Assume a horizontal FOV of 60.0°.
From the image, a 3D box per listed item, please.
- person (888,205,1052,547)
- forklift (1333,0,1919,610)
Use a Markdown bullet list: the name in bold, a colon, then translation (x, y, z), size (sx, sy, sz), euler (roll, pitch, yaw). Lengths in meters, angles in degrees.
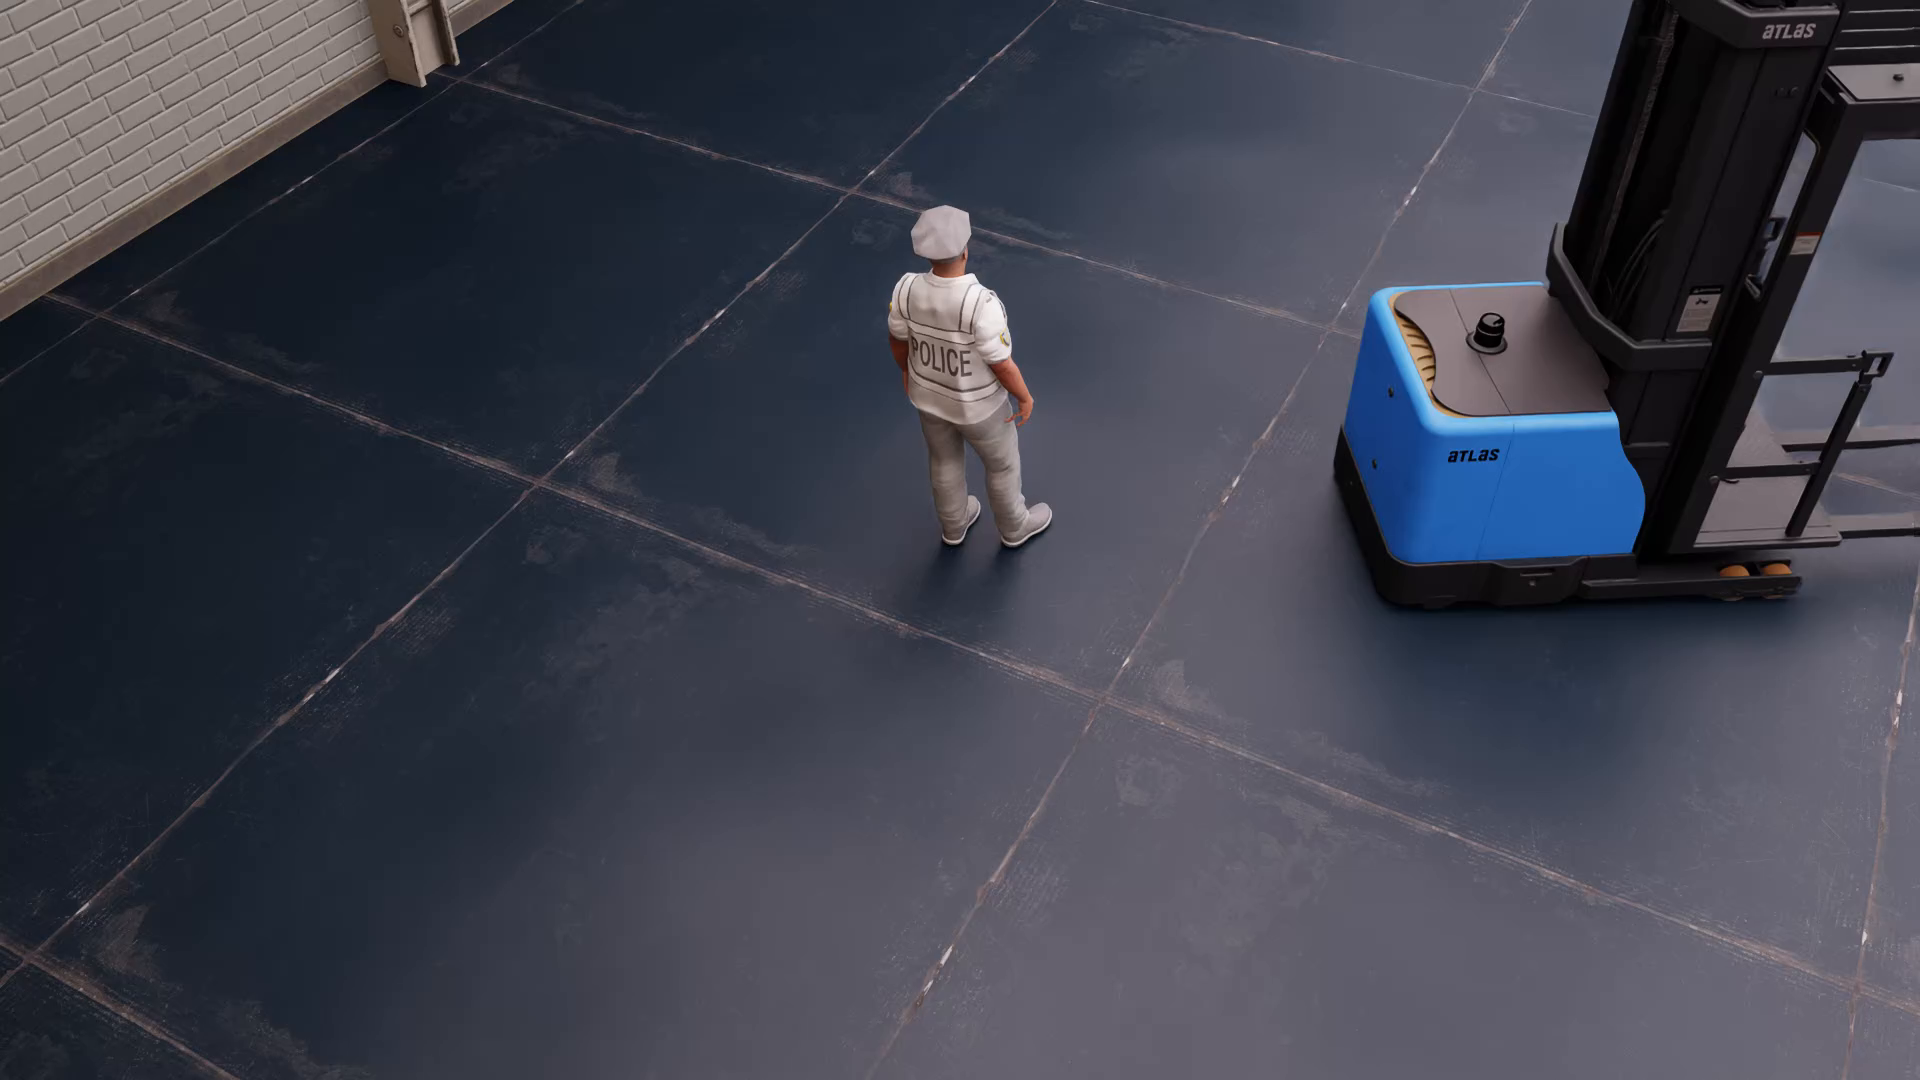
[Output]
- **person**: translation (0.047, -0.698, 7.221), size (0.641, 1.780, 0.574), euler (20, 47, 20)
- **forklift**: translation (3.353, -1.153, 6.878), size (3.031, 2.935, 1.130), euler (-3, 43, -3)
